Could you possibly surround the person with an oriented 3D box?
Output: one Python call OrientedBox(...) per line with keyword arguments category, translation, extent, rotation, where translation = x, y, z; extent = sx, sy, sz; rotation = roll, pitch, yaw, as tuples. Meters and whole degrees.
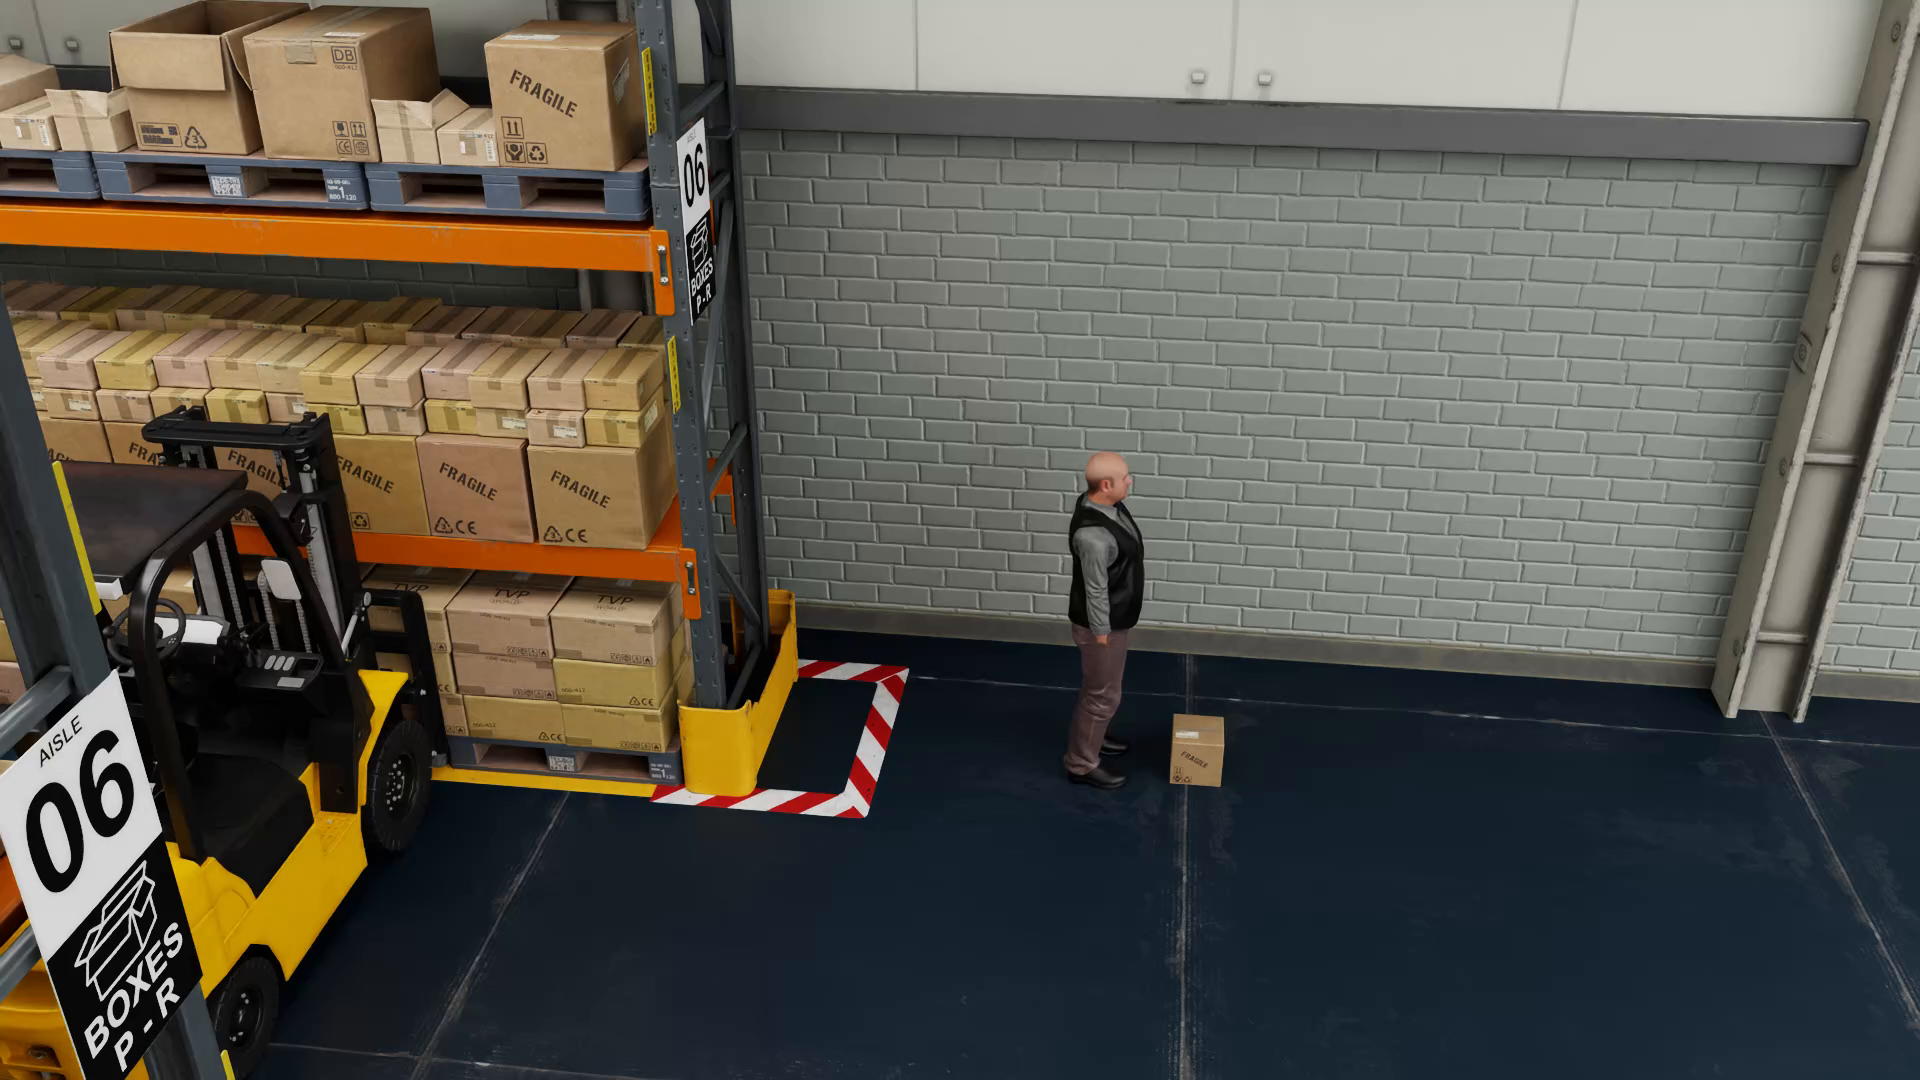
OrientedBox(category="person", translation=(0.694, 0.406, 8.003), extent=(0.360, 1.622, 0.532), rotation=(4, 28, 7))
